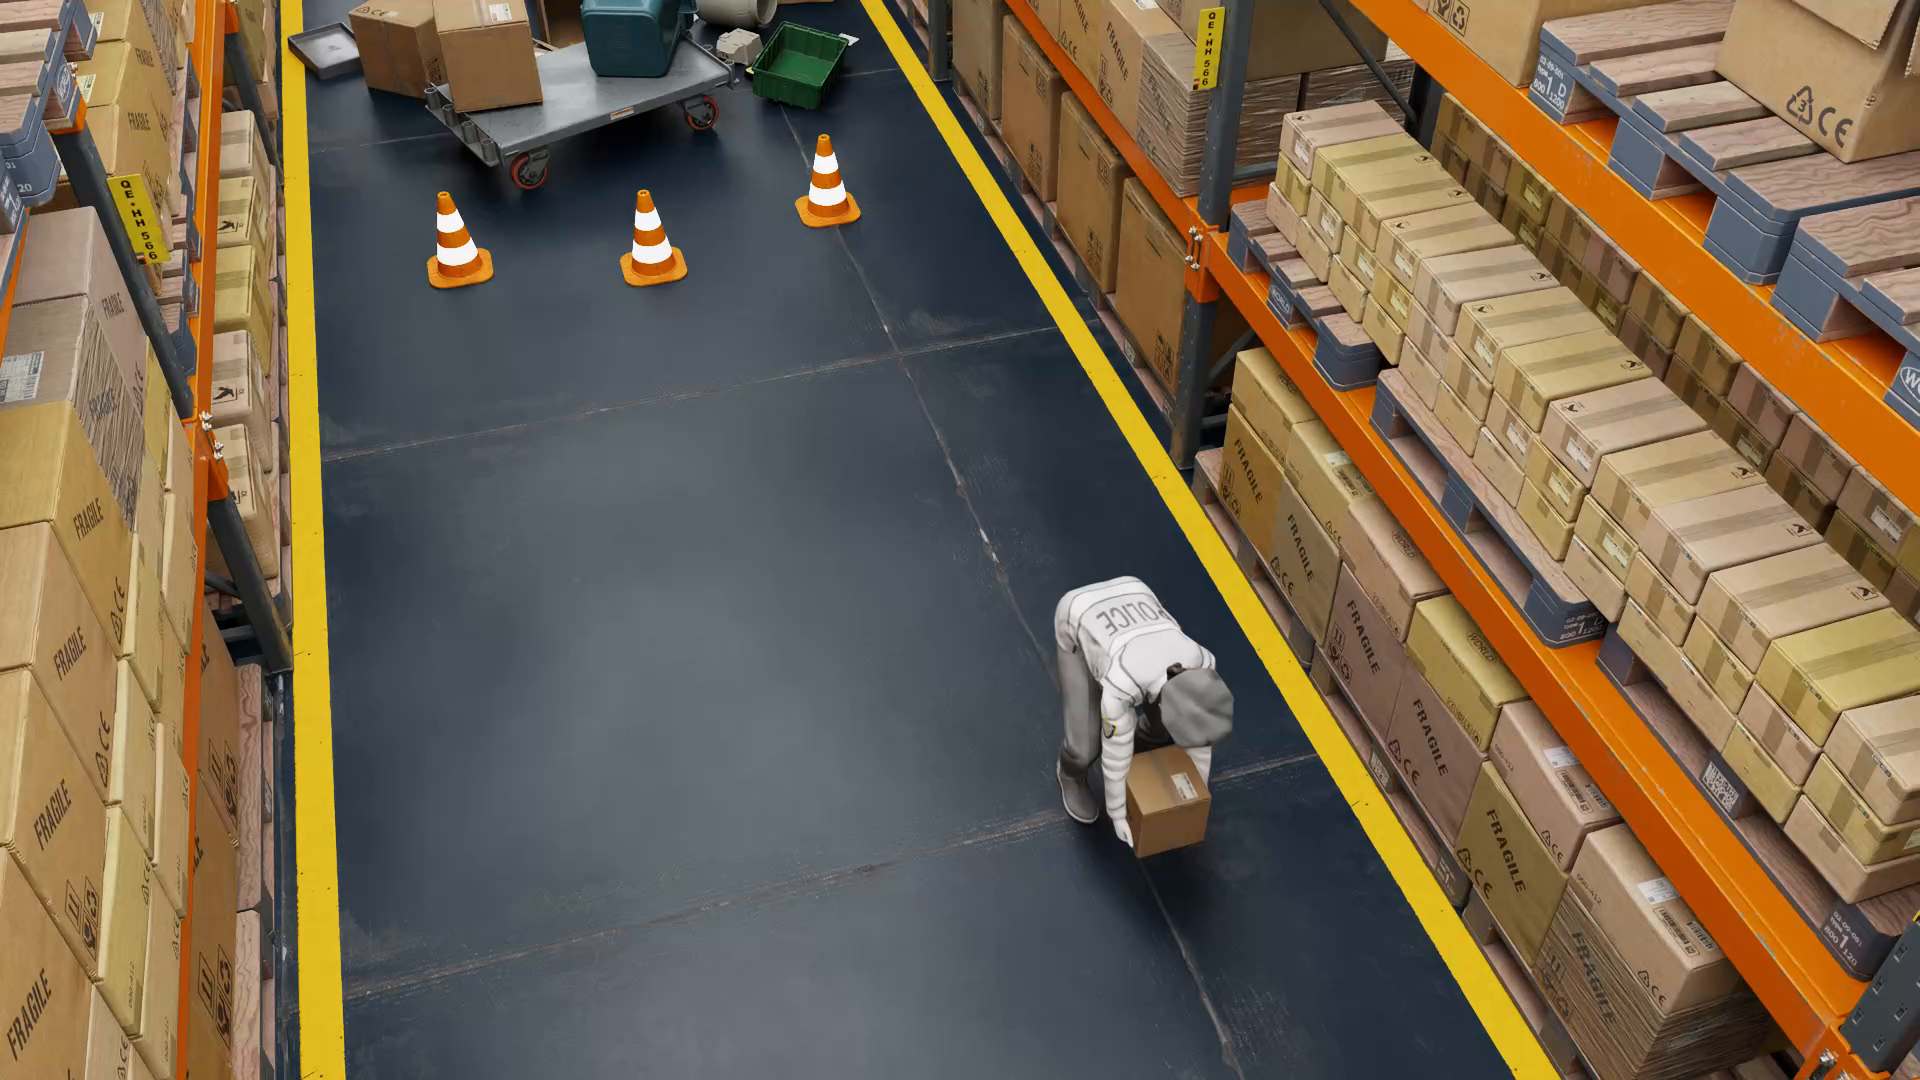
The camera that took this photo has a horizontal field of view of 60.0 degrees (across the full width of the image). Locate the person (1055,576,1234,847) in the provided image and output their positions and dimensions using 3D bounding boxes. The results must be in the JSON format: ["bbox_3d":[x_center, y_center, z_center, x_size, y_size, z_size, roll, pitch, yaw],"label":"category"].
[{"bbox_3d":[0.625,0.659,5.825,0.442,1.148,0.915,-14,44,-15],"label":"person"}]
